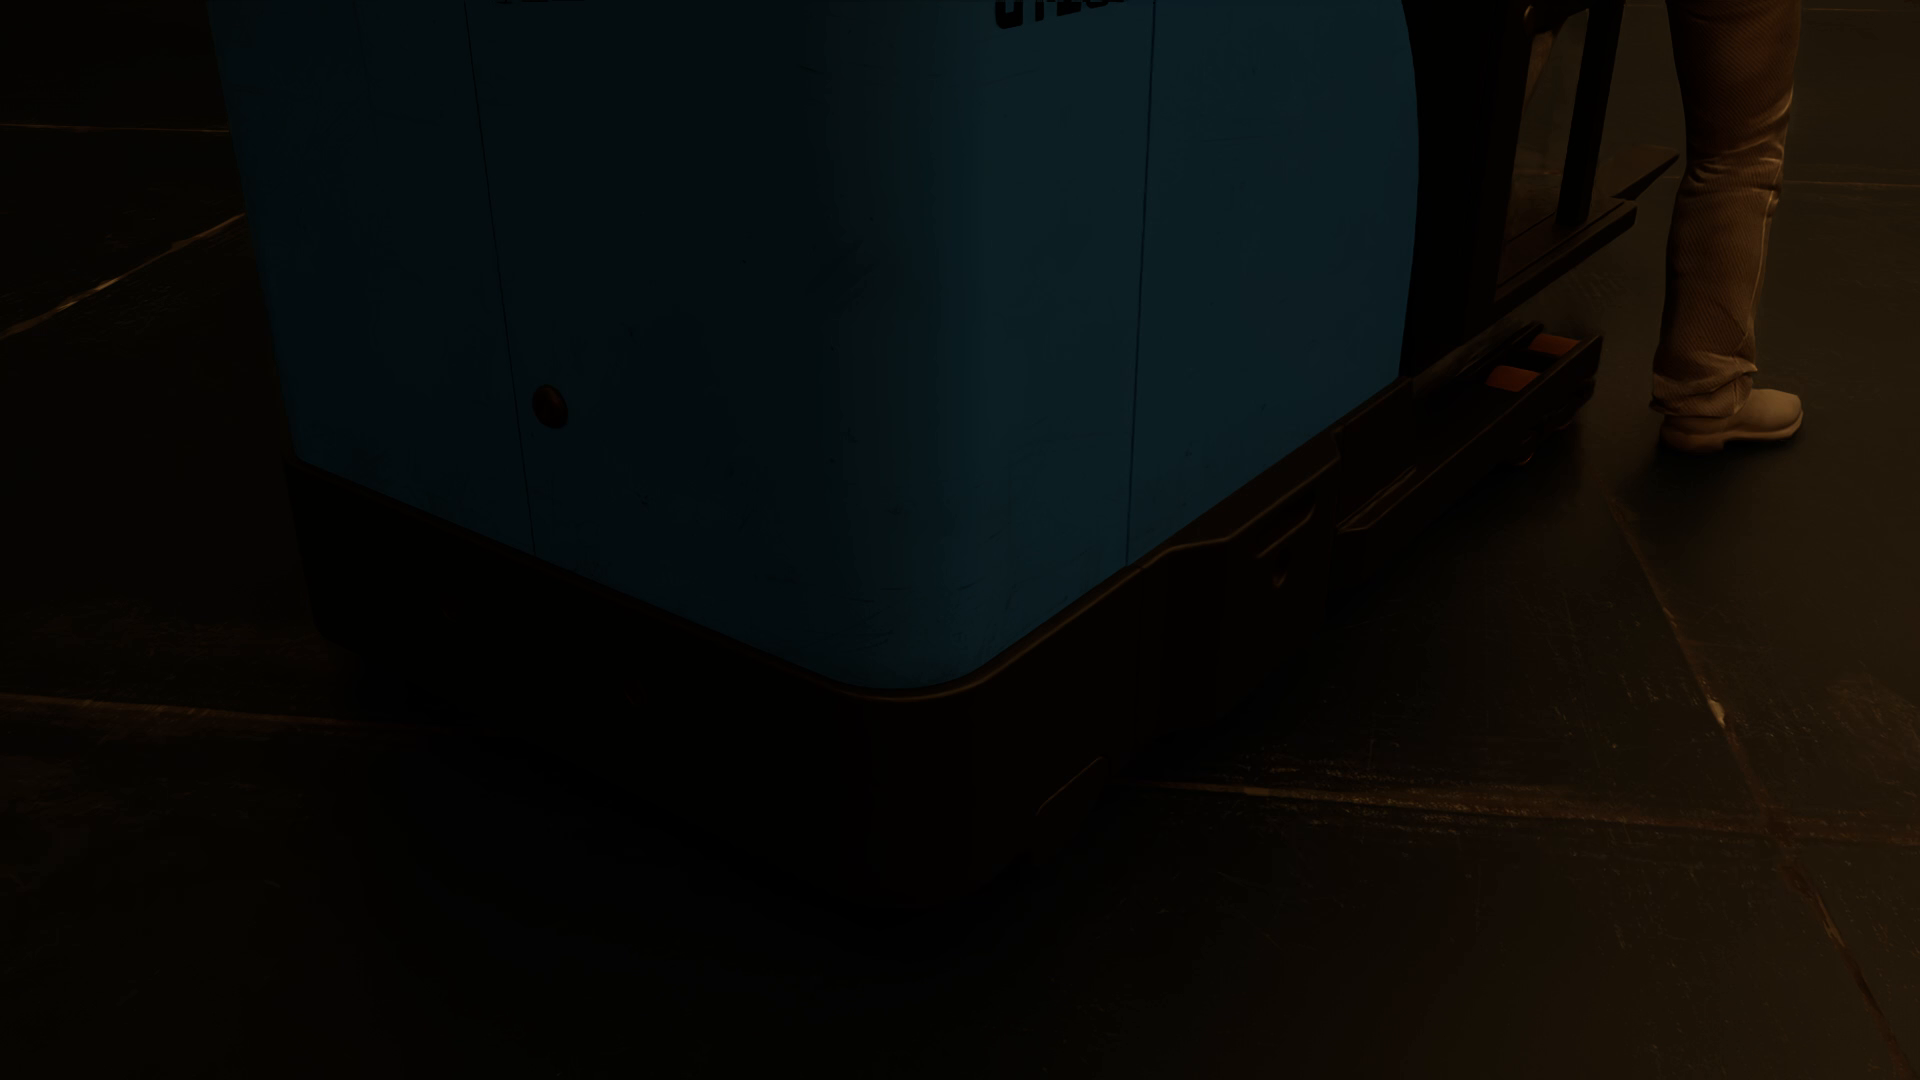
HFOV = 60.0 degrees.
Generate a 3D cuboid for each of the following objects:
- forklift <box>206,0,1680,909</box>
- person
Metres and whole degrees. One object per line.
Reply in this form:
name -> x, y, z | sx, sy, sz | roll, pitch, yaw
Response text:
forklift -> 0.454, -1.549, 2.322 | 1.130, 2.935, 3.031 | 19, 32, 32
person -> 1.159, -1.046, 2.643 | 0.811, 1.748, 0.520 | 19, 32, 33
